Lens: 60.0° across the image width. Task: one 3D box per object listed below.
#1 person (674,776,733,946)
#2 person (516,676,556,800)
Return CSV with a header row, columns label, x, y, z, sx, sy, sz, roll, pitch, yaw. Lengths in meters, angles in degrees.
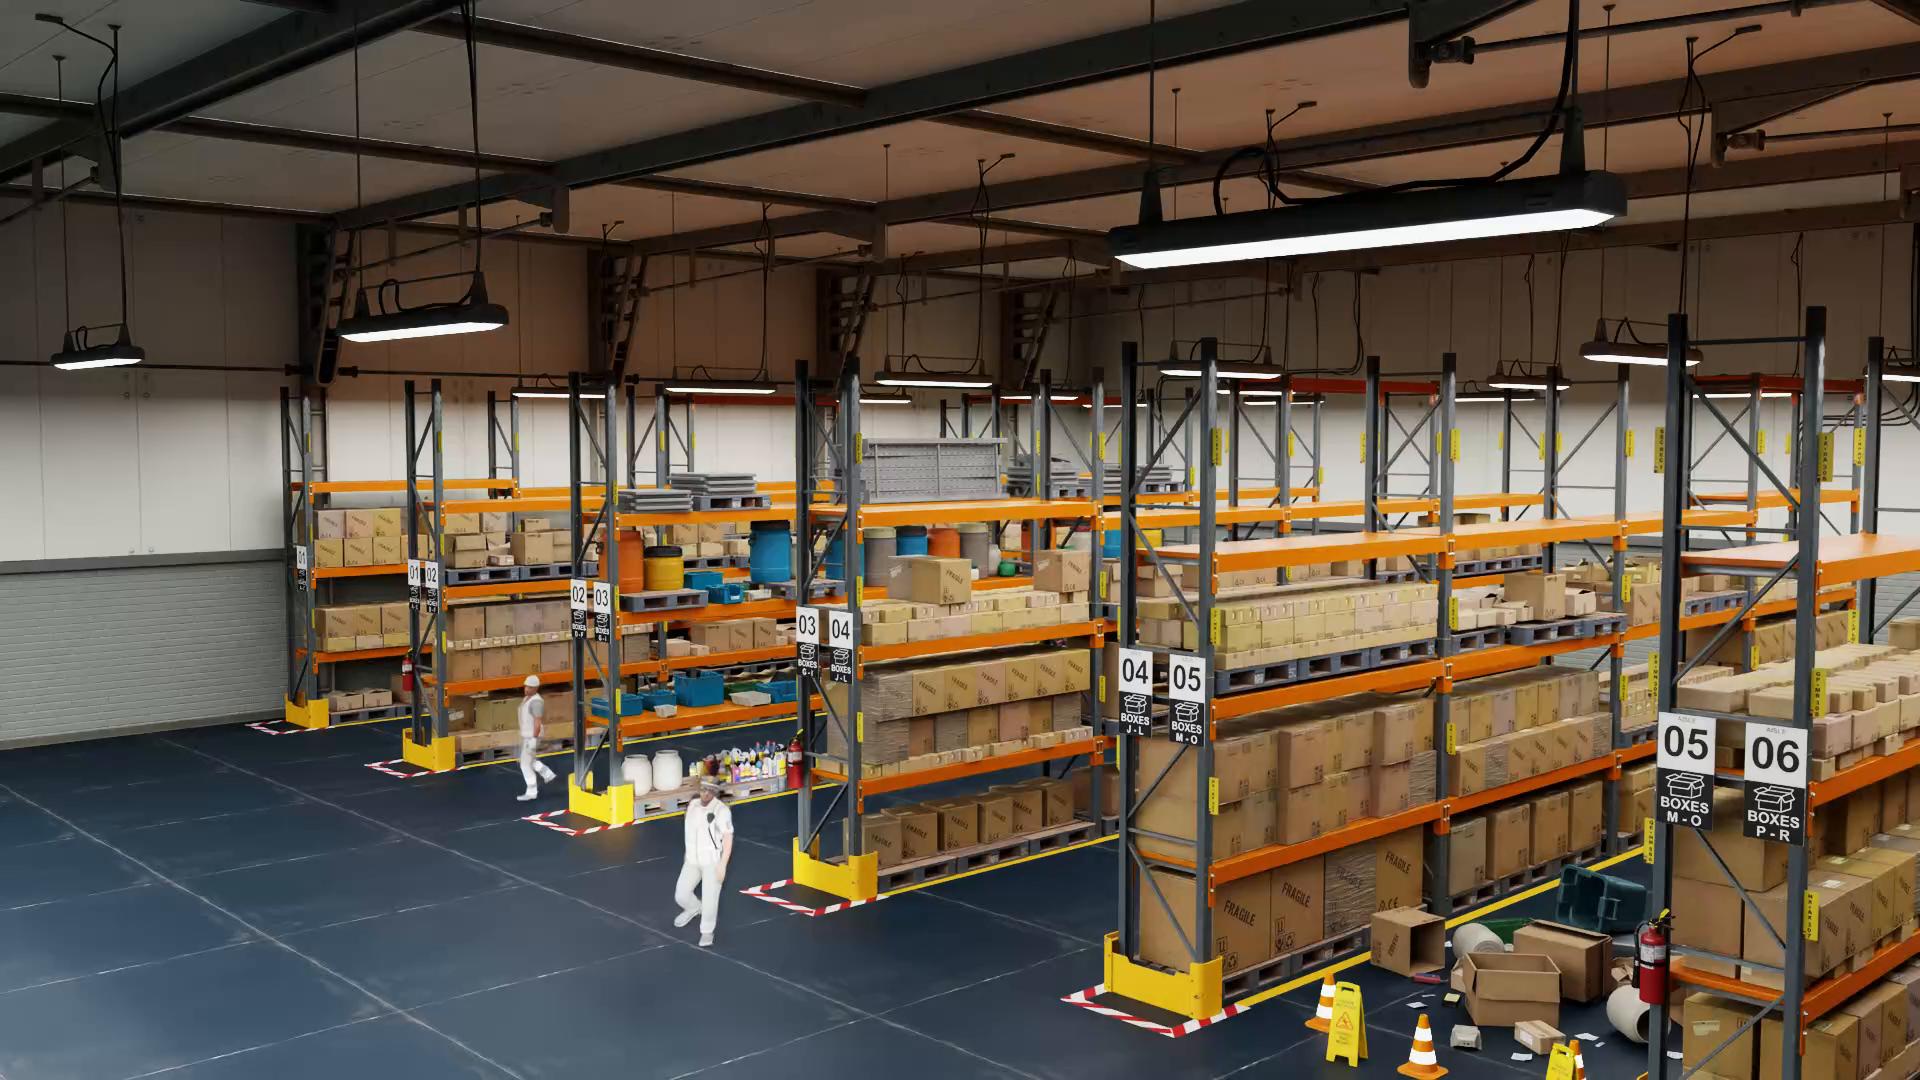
label,x,y,z,sx,sy,sz,roll,pitch,yaw
person,-2.618,3.216,16.901,0.778,1.733,0.589,1,4,19
person,-5.986,2.763,23.489,0.653,1.750,0.765,-2,4,-32
